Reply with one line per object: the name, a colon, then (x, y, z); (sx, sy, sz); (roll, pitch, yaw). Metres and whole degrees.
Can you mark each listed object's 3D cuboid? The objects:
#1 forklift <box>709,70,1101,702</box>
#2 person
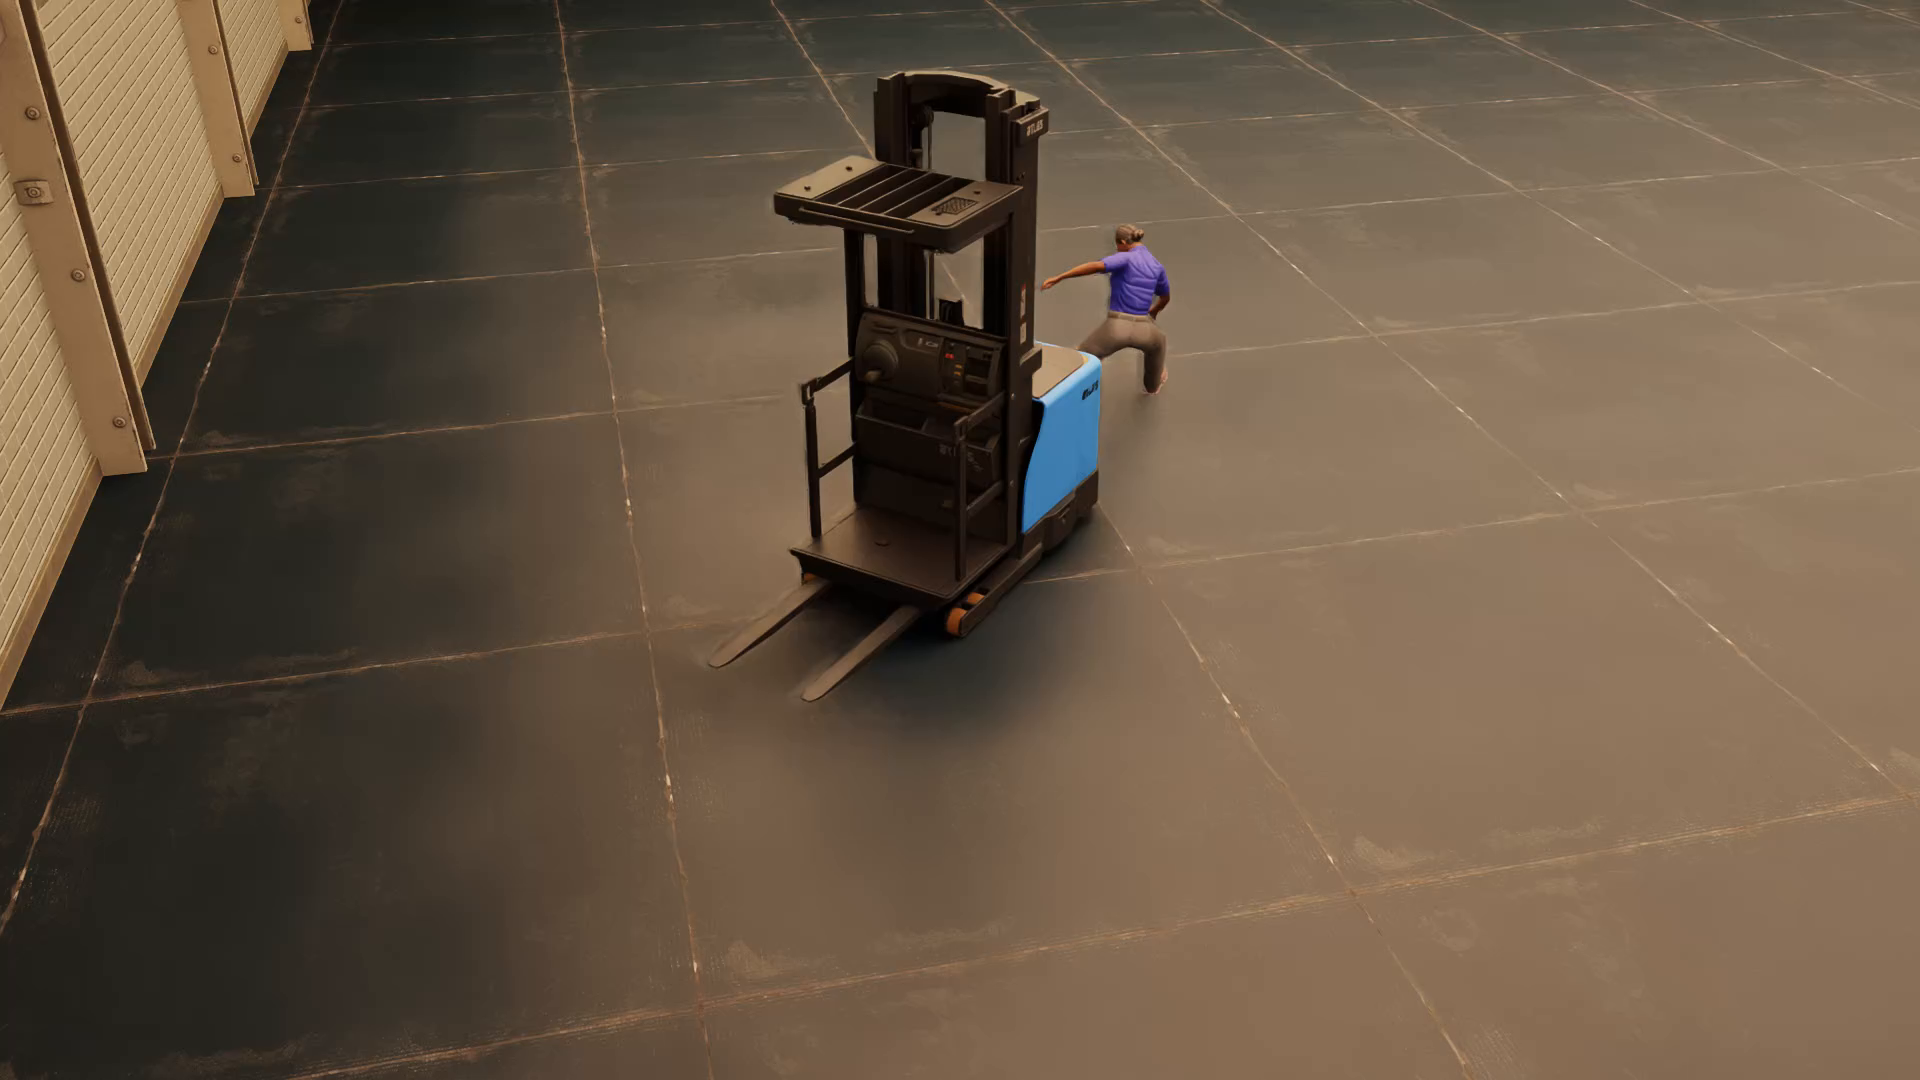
forklift: (-0.290, -0.975, 9.259); (1.130, 2.935, 3.031); (17, 34, 26)
person: (1.081, -1.521, 11.797); (1.199, 1.348, 0.721); (-9, 31, -16)
